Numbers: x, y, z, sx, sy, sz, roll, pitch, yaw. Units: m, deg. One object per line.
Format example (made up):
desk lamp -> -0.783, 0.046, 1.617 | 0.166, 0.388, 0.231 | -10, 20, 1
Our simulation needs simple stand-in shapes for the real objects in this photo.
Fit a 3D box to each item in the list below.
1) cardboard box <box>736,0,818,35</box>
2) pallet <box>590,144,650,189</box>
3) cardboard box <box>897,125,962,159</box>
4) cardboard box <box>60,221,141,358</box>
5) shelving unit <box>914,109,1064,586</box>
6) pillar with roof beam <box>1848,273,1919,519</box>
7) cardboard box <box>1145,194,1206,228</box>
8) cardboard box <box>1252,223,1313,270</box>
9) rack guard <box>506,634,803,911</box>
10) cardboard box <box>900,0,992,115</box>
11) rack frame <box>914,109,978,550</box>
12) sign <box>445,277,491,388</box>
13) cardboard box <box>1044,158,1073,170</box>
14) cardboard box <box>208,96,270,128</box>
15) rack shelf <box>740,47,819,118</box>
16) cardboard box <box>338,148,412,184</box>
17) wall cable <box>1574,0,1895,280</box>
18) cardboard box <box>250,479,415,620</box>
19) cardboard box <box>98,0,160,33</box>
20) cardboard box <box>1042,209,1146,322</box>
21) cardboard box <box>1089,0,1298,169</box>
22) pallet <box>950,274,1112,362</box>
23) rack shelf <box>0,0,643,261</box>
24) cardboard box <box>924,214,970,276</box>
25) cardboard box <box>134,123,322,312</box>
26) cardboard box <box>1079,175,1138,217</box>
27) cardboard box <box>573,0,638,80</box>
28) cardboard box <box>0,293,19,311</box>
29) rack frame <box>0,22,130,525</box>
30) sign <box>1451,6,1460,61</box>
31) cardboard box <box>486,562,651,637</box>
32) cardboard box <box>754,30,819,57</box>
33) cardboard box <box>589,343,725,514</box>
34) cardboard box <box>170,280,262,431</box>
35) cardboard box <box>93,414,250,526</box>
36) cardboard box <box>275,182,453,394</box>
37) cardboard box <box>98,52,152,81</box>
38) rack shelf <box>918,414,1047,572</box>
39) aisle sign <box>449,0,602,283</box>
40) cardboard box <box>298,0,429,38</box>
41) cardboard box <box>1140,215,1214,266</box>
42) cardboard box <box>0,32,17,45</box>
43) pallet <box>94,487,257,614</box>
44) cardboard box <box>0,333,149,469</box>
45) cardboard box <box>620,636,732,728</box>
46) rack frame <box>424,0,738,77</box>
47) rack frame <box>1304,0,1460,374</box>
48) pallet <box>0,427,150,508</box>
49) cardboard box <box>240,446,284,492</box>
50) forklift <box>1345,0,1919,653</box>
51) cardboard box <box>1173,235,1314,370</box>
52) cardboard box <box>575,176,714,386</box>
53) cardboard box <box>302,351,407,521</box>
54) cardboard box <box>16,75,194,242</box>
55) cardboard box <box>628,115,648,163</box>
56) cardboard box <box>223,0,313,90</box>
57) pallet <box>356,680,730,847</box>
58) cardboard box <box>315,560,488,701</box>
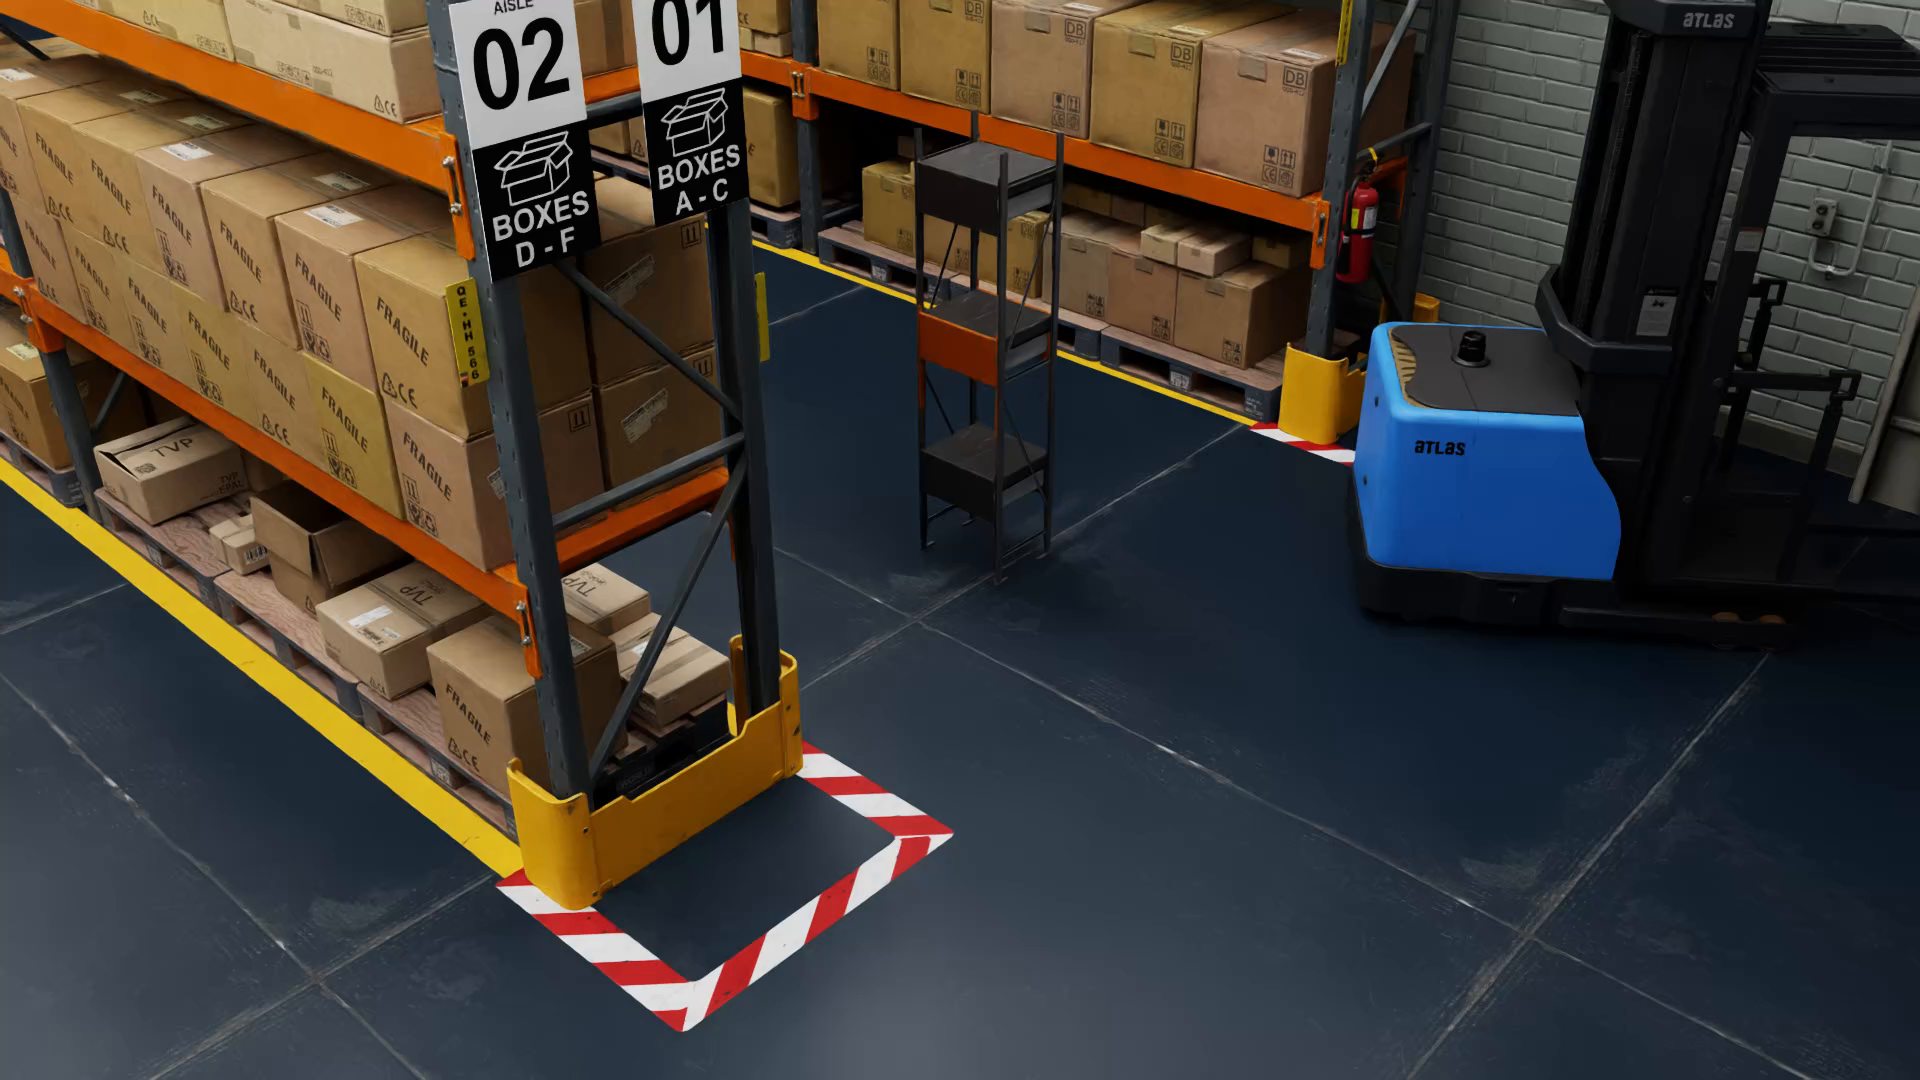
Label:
cardboard box -> -1.227, -3.708, 11.097 | 0.500, 0.500, 0.500 | 24, 39, 34
pallet -> -2.247, -2.932, 12.915 | 1.213, 0.211, 1.003 | 25, 39, 35
cardboard box -> -0.204, -2.681, 11.182 | 0.250, 0.149, 0.380 | 25, 39, 35
cardboard box -> -3.460, -1.157, 7.166 | 0.500, 0.500, 0.500 | 26, 40, 36
shelving unit -> 0.123, -0.842, 7.613 | 0.503, 2.100, 0.431 | 25, 39, 35
pillar with roof beam -> 1.944, -2.402, 3.515 | 0.400, 9.000, 9.100 | 25, 39, 35
cardboard box -> 1.330, -1.967, 9.997 | 0.250, 0.149, 0.380 | 25, 39, 35
cardboard box -> 1.891, -1.706, 9.563 | 0.250, 0.149, 0.380 | 25, 39, 35
rack guard -> -1.127, 0.859, 6.339 | 0.348, 0.500, 1.175 | 25, 39, 35
cardboard box -> 0.213, -3.146, 10.276 | 0.700, 0.700, 0.980 | 24, 38, 34
rack frame -> -0.058, -0.927, 7.754 | 0.015, 2.100, 0.400 | 25, 39, 35
sign -> -1.458, -0.612, 4.929 | 0.005, 0.325, 0.100 | 25, 39, 35
cardboard box -> 0.570, -2.321, 10.584 | 0.250, 0.149, 0.380 | 25, 39, 36
cardboard box -> -2.733, -1.615, 6.958 | 0.500, 0.500, 0.500 | 25, 39, 35
rack shelf -> -2.198, -3.850, 12.434 | 4.000, 0.370, 1.077 | 25, 39, 35
cardboard box -> -1.983, -1.265, 6.376 | 0.500, 0.500, 0.500 | 26, 39, 36
wall cable -> 3.834, -2.435, 8.402 | 1.851, 1.984, 0.084 | 25, 39, 35
cardboard box -> -2.640, -0.041, 7.404 | 0.637, 0.503, 0.797 | 25, 39, 35
cardboard box -> -2.732, -2.008, 5.915 | 0.500, 0.250, 0.500 | 25, 39, 35
cardboard box -> 0.920, -1.742, 10.251 | 0.500, 0.500, 0.700 | 24, 38, 34
cardboard box -> 1.318, -2.630, 9.420 | 0.700, 0.700, 0.980 | 25, 39, 35
pallet -> 0.705, -1.556, 10.630 | 1.213, 0.211, 1.003 | 25, 39, 35
rack shelf -> -2.554, -1.855, 6.212 | 4.000, 0.370, 1.077 | 25, 39, 35
cardboard box -> 0.140, -2.102, 10.849 | 0.500, 0.500, 0.700 | 25, 39, 35
cardboard box -> -2.729, -1.236, 6.328 | 0.500, 0.500, 0.500 | 26, 40, 36
cardboard box -> 0.950, -2.144, 10.290 | 0.250, 0.149, 0.380 | 25, 39, 36
cardboard box -> -1.281, -1.682, 5.372 | 0.500, 0.250, 0.500 | 25, 39, 35
cardboard box -> -5.327, -1.097, 9.161 | 0.500, 0.500, 0.500 | 26, 39, 36
rack frame -> -4.037, -1.570, 7.950 | 0.127, 3.000, 1.000 | 25, 39, 35
sign -> 2.627, -2.697, 8.905 | 0.005, 0.325, 0.100 | 25, 39, 35
cardboard box -> -1.655, 0.334, 7.027 | 0.500, 0.250, 0.500 | 25, 39, 35
cardboard box -> -1.156, -3.376, 11.173 | 0.250, 0.149, 0.380 | 25, 39, 36
cardboard box -> -1.223, -0.483, 6.047 | 0.500, 0.500, 0.500 | 26, 40, 36
cardboard box -> -2.713, -0.807, 6.586 | 0.500, 0.500, 0.500 | 24, 39, 34
cardboard box -> -3.871, -0.379, 8.151 | 0.500, 0.311, 0.500 | 25, 39, 35
cardboard box -> -1.961, -0.881, 5.738 | 0.500, 0.500, 0.500 | 26, 40, 36
cardboard box -> -3.488, -1.966, 7.540 | 0.500, 0.500, 0.500 | 25, 39, 35
rack shelf -> 0.123, -0.231, 7.981 | 0.480, 0.518, 0.431 | 25, 39, 35
aisle sign -> -1.226, -1.159, 4.746 | 0.004, 0.787, 0.394 | 25, 39, 35
cardboard box -> -1.623, -1.701, 4.920 | 0.500, 0.250, 0.500 | 25, 39, 35
cardboard box -> 1.257, -1.735, 9.612 | 0.250, 0.149, 0.380 | 26, 40, 36
cardboard box -> -5.388, -2.381, 8.793 | 0.500, 0.500, 0.700 | 15, 34, 23
pallet -> -3.528, -0.138, 8.274 | 1.213, 0.211, 1.003 | 25, 39, 35
cardboard box -> -4.595, -0.749, 8.583 | 0.500, 0.500, 0.500 | 25, 39, 35
cardboard box -> -1.151, 0.571, 6.731 | 0.250, 0.149, 0.380 | 25, 39, 35
rack frame -> -1.071, -2.756, 4.103 | 0.127, 3.000, 1.000 | 25, 39, 35
rack frame -> 2.250, -2.082, 8.799 | 0.127, 3.000, 1.000 | 25, 39, 35
pallet -> -4.665, -0.643, 9.113 | 1.213, 0.211, 1.003 | 25, 39, 35
cardboard box -> -3.424, -0.599, 8.334 | 0.500, 0.500, 0.500 | 25, 39, 35
forklift -> 3.393, -1.045, 7.145 | 3.031, 2.935, 1.130 | 4, 31, 6
cardboard box -> 1.664, -1.395, 9.675 | 0.500, 0.500, 0.700 | 25, 39, 35
cardboard box -> -1.223, -0.912, 5.790 | 0.500, 0.500, 0.500 | 26, 40, 36
cardboard box -> -1.973, -0.458, 6.005 | 0.500, 0.500, 0.500 | 25, 39, 35
cardboard box -> -3.493, -1.592, 6.921 | 0.500, 0.500, 0.500 | 24, 38, 34
cardboard box -> -1.946, -3.207, 12.345 | 0.750, 0.750, 0.750 | 26, 40, 36
cardboard box -> -1.992, -1.661, 5.338 | 0.500, 0.250, 0.500 | 25, 39, 35
pallet -> -1.719, 0.707, 6.871 | 1.213, 0.211, 1.003 | 25, 39, 35
cardboard box -> -2.324, 0.369, 6.968 | 0.500, 0.250, 0.500 | 25, 39, 35
